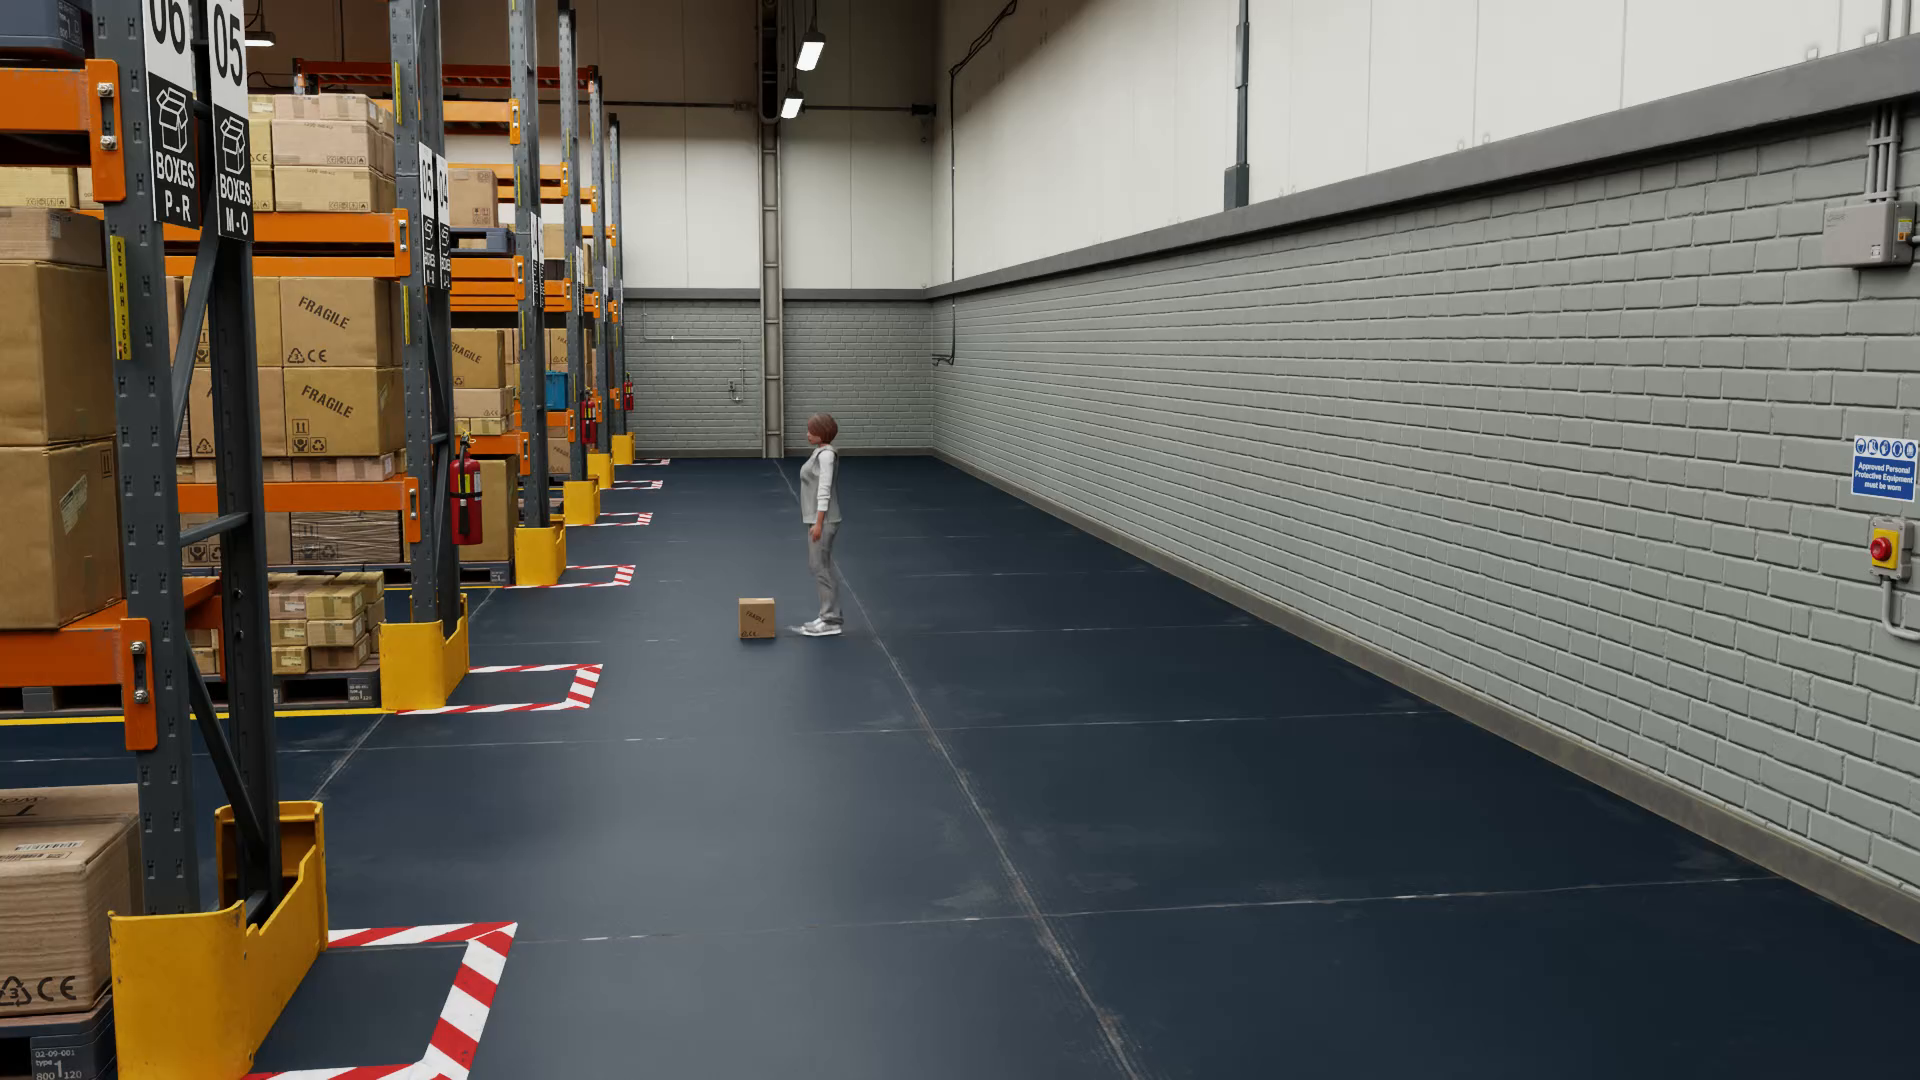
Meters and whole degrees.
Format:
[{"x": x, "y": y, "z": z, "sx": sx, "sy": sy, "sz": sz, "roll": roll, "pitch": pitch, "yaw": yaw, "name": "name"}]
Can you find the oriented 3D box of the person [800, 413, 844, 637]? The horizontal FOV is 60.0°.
[{"x": -0.993, "y": -0.112, "z": 11.926, "sx": 0.304, "sy": 1.596, "sz": 0.405, "roll": -1, "pitch": 7, "yaw": -7, "name": "person"}]
